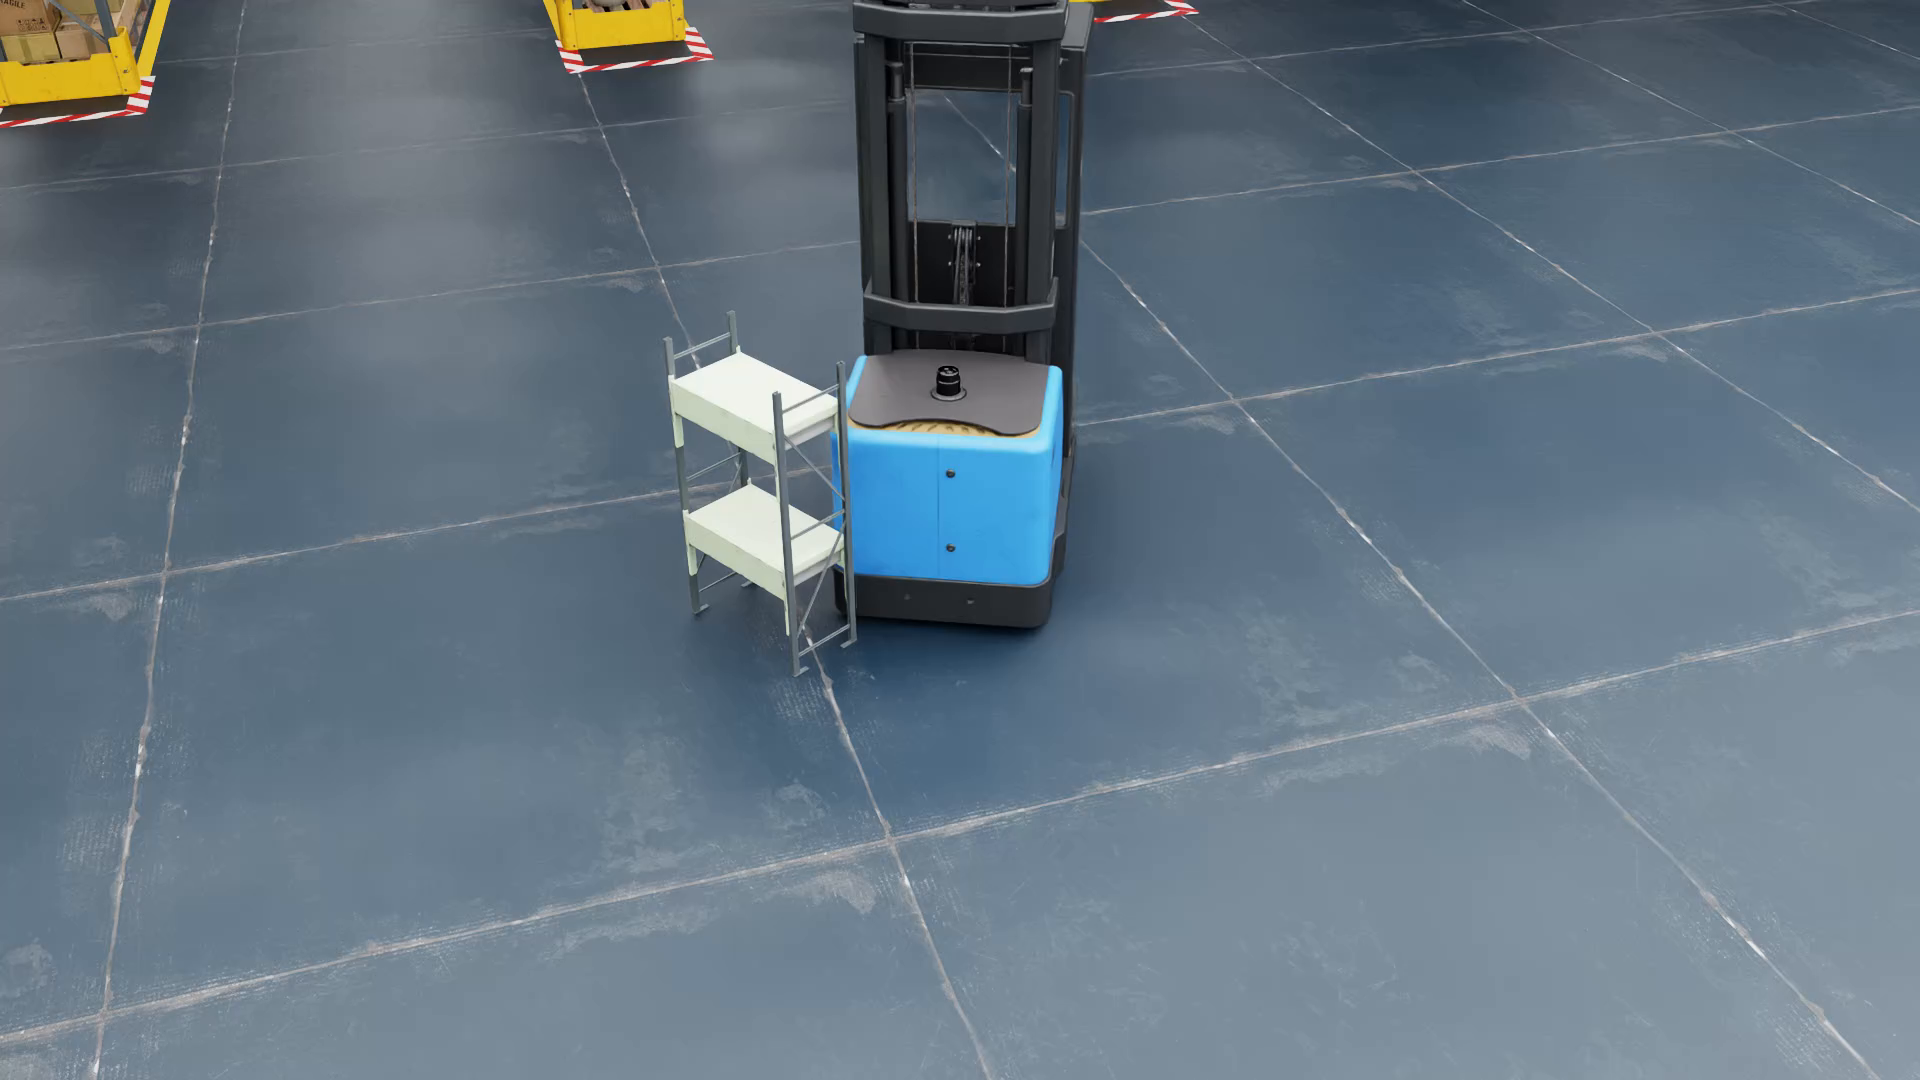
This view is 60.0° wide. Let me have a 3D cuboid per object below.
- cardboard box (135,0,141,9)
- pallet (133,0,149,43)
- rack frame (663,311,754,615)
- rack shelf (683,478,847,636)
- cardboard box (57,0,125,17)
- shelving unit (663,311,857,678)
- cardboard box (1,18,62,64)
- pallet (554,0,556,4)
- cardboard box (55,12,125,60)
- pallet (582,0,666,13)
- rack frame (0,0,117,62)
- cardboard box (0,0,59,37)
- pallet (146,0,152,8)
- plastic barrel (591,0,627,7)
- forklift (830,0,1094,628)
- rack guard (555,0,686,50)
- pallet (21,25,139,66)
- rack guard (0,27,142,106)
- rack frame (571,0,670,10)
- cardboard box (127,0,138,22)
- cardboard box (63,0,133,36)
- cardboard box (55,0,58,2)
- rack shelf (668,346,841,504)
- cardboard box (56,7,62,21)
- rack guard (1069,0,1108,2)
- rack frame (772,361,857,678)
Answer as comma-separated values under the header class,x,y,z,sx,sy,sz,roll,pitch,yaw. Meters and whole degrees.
class,x,y,z,sx,sy,sz,roll,pitch,yaw
cardboard box,-8.305,-5.349,16.237,0.500,0.250,0.500,-10,35,-15
pallet,-8.539,-5.085,16.253,1.003,0.211,1.213,-10,35,-15
rack frame,-1.175,-0.342,7.908,0.023,1.500,0.400,28,42,35
rack shelf,-0.909,0.068,7.878,0.720,0.370,0.431,28,42,35
cardboard box,-8.003,-5.136,15.235,0.500,0.500,0.500,-10,35,-15
shelving unit,-0.909,-0.204,7.698,0.755,1.500,0.431,28,42,35
cardboard box,-8.342,-4.474,14.913,0.500,0.250,0.500,-10,35,-15
pallet,-3.858,-5.980,17.609,1.003,0.211,1.213,-10,35,-15
cardboard box,-7.849,-4.561,15.045,0.500,0.250,0.500,-10,35,-15
pallet,-3.489,-5.341,16.641,1.003,0.211,1.213,-10,35,-15
rack frame,-7.897,-5.214,13.920,1.000,3.000,0.127,-10,35,-15
cardboard box,-8.344,-4.786,14.706,0.500,0.500,0.500,-10,35,-15
pallet,-8.914,-5.726,17.224,1.003,0.211,1.213,-10,35,-15
plastic barrel,-3.452,-5.515,16.251,0.421,0.512,0.421,0,33,0
forklift,0.076,-1.598,8.510,1.130,2.935,3.031,4,34,6
rack guard,-3.246,-5.034,15.915,1.175,0.500,0.348,-10,35,-15
pallet,-8.170,-4.445,15.285,1.003,0.211,1.213,-10,35,-15
rack guard,-7.890,-4.159,14.590,1.175,0.500,0.348,-10,35,-15
rack frame,-3.179,-6.045,15.177,1.000,3.000,0.127,-10,35,-15
cardboard box,-8.157,-5.085,15.838,0.500,0.250,0.500,-10,35,-15
cardboard box,-8.005,-4.823,15.441,0.500,0.250,0.500,-10,35,-15
cardboard box,-8.663,-5.309,15.496,0.500,0.500,0.500,-10,35,-15
rack shelf,-0.909,-0.529,7.483,0.720,0.370,0.431,28,42,35
cardboard box,-8.506,-4.734,15.307,0.500,0.250,0.500,-10,35,-15
rack guard,1.515,-5.875,17.187,1.175,0.500,0.348,-10,35,-15
rack frame,-0.643,-0.065,7.488,0.023,1.500,0.400,28,42,35
